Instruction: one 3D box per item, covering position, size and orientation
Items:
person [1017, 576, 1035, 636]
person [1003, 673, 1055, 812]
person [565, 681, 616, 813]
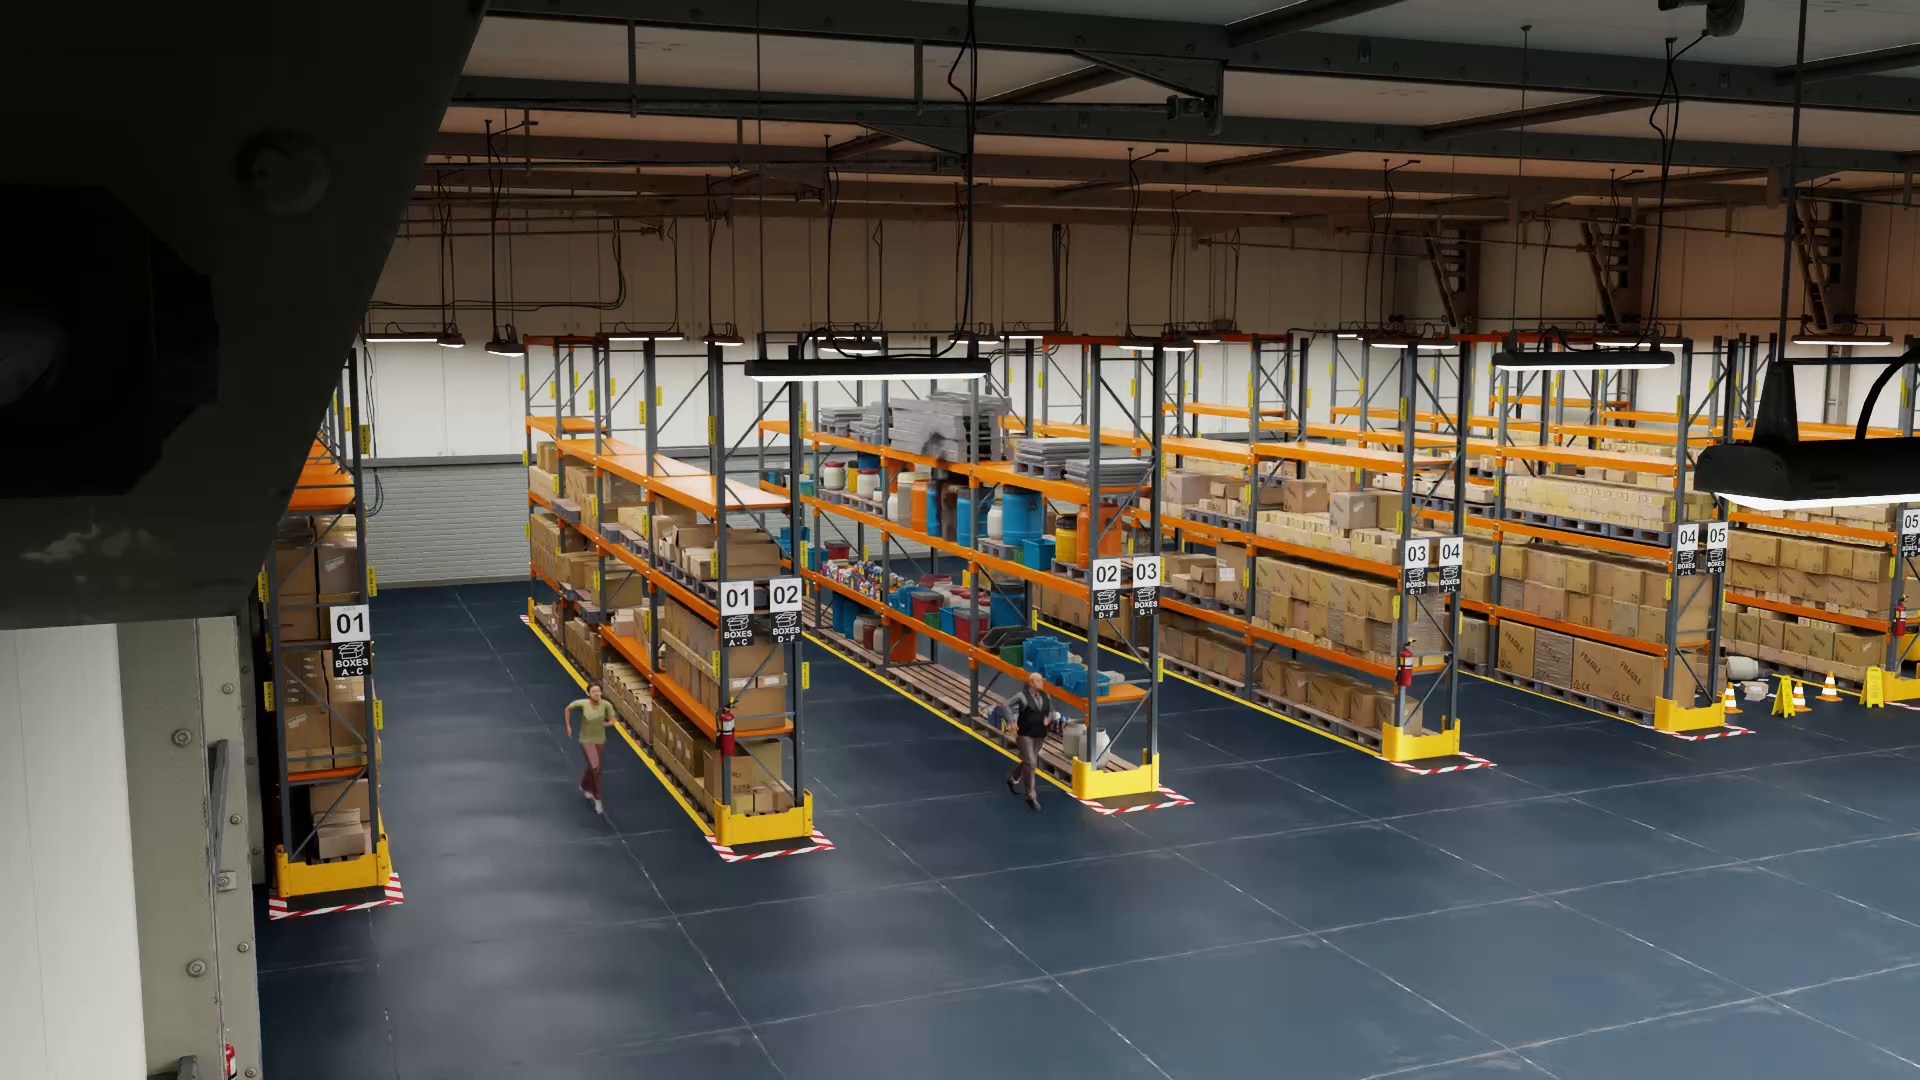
[{"bbox_3d":[1.154,1.341,31.327,0.599,1.684,0.713,-4,9,-28],"label":"person"},{"bbox_3d":[0.939,2.604,21.827,0.664,1.758,0.870,-5,9,-34],"label":"person"},{"bbox_3d":[-4.783,2.649,21.607,0.599,1.694,0.817,-4,9,-29],"label":"person"}]
